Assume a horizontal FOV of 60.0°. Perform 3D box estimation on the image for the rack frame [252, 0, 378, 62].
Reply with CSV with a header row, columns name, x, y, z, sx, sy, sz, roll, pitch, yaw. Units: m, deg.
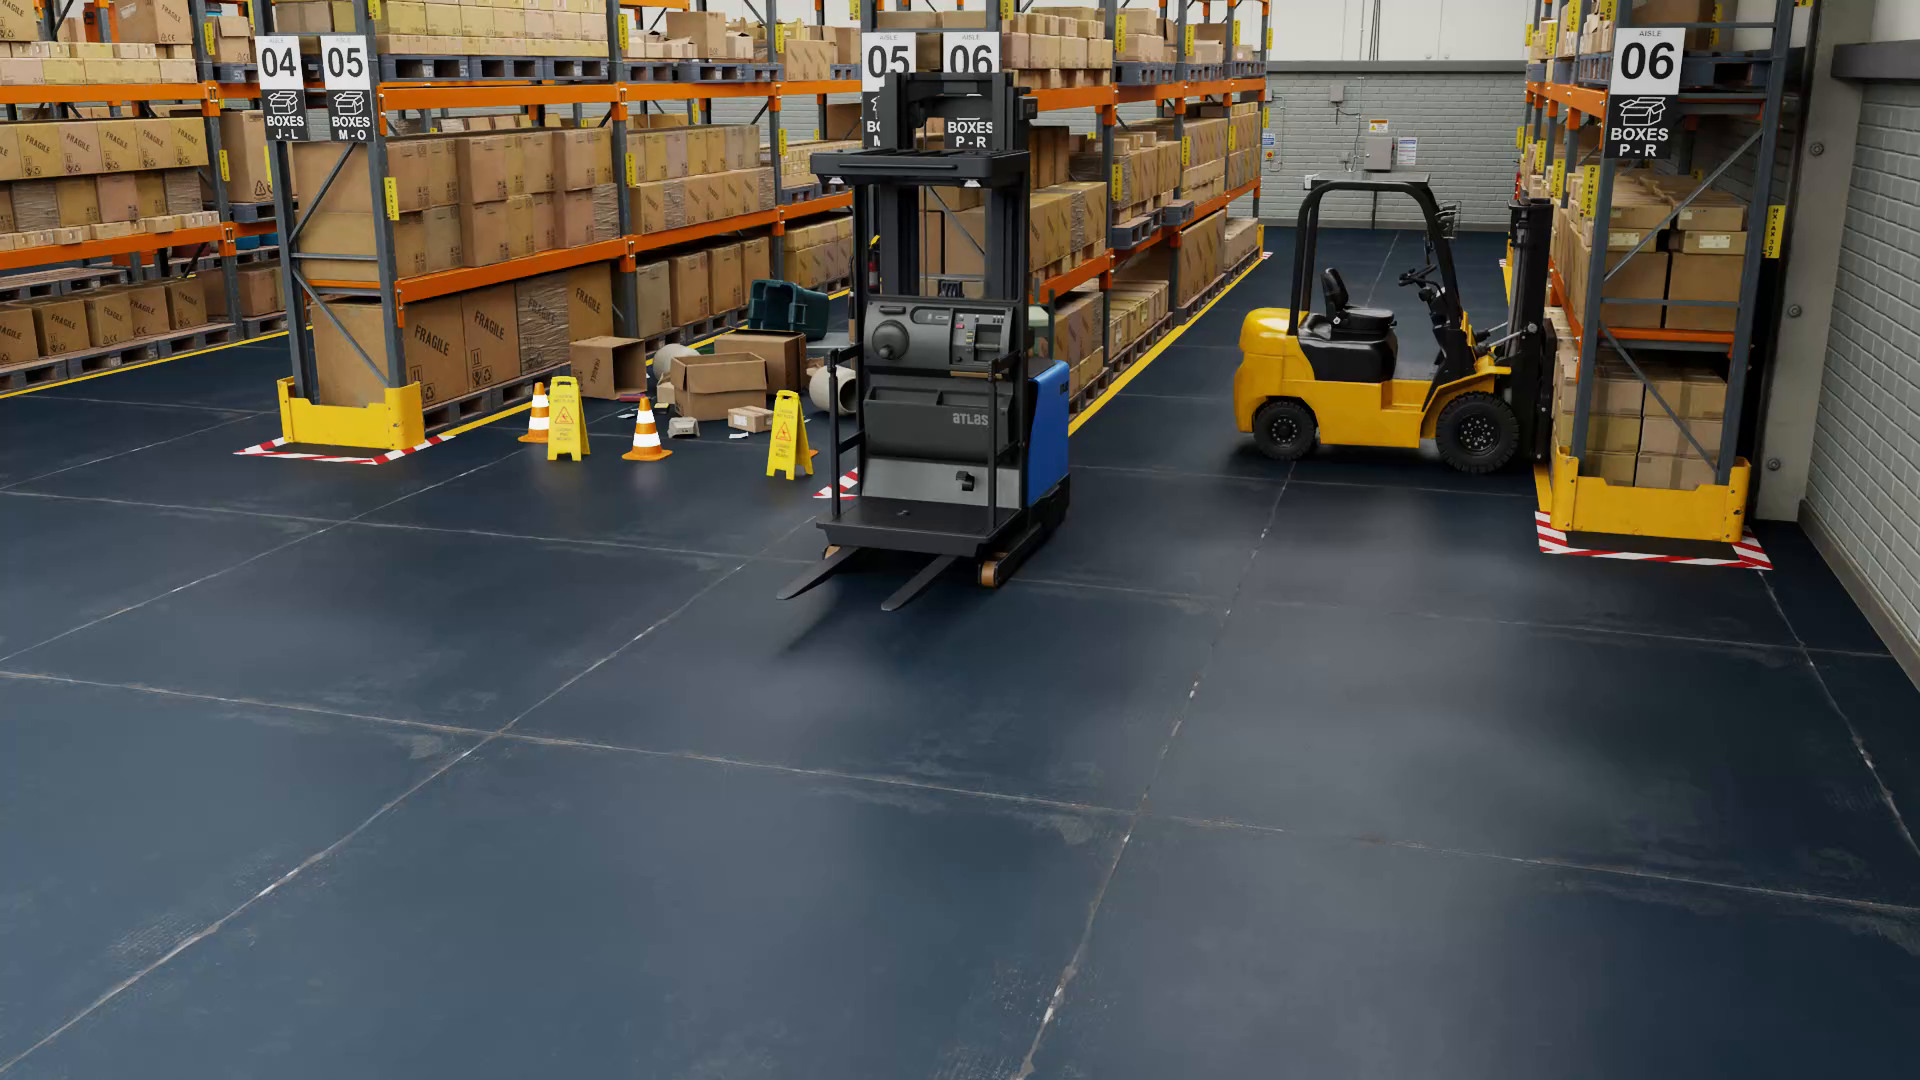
name,x,y,z,sx,sy,sz,roll,pitch,yaw
rack frame,-4.978,-5.146,12.481,1.000,3.000,0.127,5,16,16

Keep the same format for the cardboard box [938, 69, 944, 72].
name,x,y,z,sx,sy,sz,roll,pitch,yaw
cardboard box,-0.331,-3.407,12.309,0.380,0.149,0.250,5,17,16

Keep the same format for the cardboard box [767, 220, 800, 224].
name,x,y,z,sx,sy,sz,roll,pitch,yaw
cardboard box,-2.469,-4.177,22.496,0.500,0.250,0.500,5,17,17

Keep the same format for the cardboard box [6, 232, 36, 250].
name,x,y,z,sx,sy,sz,roll,pitch,yaw
cardboard box,-9.091,-2.866,15.898,0.380,0.149,0.250,5,16,16

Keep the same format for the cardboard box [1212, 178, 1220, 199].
name,x,y,z,sx,sy,sz,roll,pitch,yaw
cardboard box,3.175,-4.700,22.177,0.500,0.250,0.500,4,16,15

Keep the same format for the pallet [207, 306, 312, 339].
name,x,y,z,sx,sy,sz,roll,pitch,yaw
pallet,-8.348,-2.580,19.538,1.003,0.211,1.213,5,16,16

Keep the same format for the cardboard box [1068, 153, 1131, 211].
name,x,y,z,sx,sy,sz,roll,pitch,yaw
cardboard box,1.342,-3.443,15.972,0.500,0.500,0.500,5,17,17

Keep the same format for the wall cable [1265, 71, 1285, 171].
name,x,y,z,sx,sy,sz,roll,pitch,yaw
wall cable,5.924,-8.069,31.862,0.585,1.953,0.123,5,16,16

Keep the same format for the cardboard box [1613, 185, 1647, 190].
name,x,y,z,sx,sy,sz,roll,pitch,yaw
cardboard box,4.975,-2.598,12.575,0.380,0.149,0.250,5,16,16

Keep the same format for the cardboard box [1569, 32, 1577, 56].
name,x,y,z,sx,sy,sz,roll,pitch,yaw
cardboard box,5.666,-4.424,14.642,0.500,0.311,0.500,4,16,14

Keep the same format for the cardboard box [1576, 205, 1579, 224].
name,x,y,z,sx,sy,sz,roll,pitch,yaw
cardboard box,4.892,-2.459,12.631,0.380,0.149,0.250,4,16,15

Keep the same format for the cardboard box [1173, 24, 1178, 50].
name,x,y,z,sx,sy,sz,roll,pitch,yaw
cardboard box,2.679,-6.527,21.894,0.500,0.500,0.500,4,16,15

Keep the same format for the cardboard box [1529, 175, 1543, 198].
name,x,y,z,sx,sy,sz,roll,pitch,yaw
cardboard box,6.820,-4.043,19.090,0.500,0.250,0.500,4,16,13

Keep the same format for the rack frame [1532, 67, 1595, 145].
name,x,y,z,sx,sy,sz,roll,pitch,yaw
rack frame,7.967,-4.658,21.755,1.000,3.000,0.127,5,16,16

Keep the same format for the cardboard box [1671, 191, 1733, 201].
name,x,y,z,sx,sy,sz,roll,pitch,yaw
cardboard box,5.330,-2.425,11.964,0.380,0.149,0.250,4,16,15

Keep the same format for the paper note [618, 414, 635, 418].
name,x,y,z,sx,sy,sz,roll,pitch,yaw
paper note,-2.916,-1.098,14.649,0.144,0.017,0.142,11,19,35

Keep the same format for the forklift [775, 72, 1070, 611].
name,x,y,z,sx,sy,sz,roll,pitch,yaw
forklift,-0.198,-1.247,9.855,1.130,2.935,3.031,5,17,18

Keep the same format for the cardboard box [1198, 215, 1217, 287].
name,x,y,z,sx,sy,sz,roll,pitch,yaw
cardboard box,2.858,-3.816,21.912,0.875,0.875,0.875,5,17,17

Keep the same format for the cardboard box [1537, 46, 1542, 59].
name,x,y,z,sx,sy,sz,roll,pitch,yaw
cardboard box,7.132,-5.850,19.967,0.380,0.149,0.250,5,17,17

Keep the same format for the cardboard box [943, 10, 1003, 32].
name,x,y,z,sx,sy,sz,roll,pitch,yaw
cardboard box,0.093,-3.685,11.828,0.380,0.149,0.250,5,16,15

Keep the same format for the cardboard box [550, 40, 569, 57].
name,x,y,z,sx,sy,sz,roll,pitch,yaw
cardboard box,-3.854,-4.558,15.413,0.380,0.149,0.250,5,16,16

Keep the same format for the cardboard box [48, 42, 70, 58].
name,x,y,z,sx,sy,sz,roll,pitch,yaw
cardboard box,-8.914,-4.764,16.175,0.380,0.149,0.250,4,16,14

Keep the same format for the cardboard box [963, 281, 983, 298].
name,x,y,z,sx,sy,sz,roll,pitch,yaw
cardboard box,0.092,-1.854,12.331,0.380,0.149,0.250,5,16,16

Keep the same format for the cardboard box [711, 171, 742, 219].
name,x,y,z,sx,sy,sz,roll,pitch,yaw
cardboard box,-2.860,-4.001,19.256,0.500,0.500,0.500,4,16,15

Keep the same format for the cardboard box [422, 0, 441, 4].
name,x,y,z,sx,sy,sz,roll,pitch,yaw
cardboard box,-4.433,-4.411,13.433,0.380,0.149,0.250,4,16,15

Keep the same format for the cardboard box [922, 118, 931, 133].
name,x,y,z,sx,sy,sz,roll,pitch,yaw
cardboard box,-0.753,-6.571,25.939,0.500,0.500,0.500,4,16,14

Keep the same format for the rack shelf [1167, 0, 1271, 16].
name,x,y,z,sx,sy,sz,roll,pitch,yaw
rack shelf,3.775,-7.913,24.287,1.077,0.370,4.000,5,16,16

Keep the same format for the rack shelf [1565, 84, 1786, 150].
name,x,y,z,sx,sy,sz,roll,pitch,yaw
rack shelf,5.125,-3.139,12.220,1.077,0.370,4.000,5,16,16

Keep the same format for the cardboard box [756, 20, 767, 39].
name,x,y,z,sx,sy,sz,roll,pitch,yaw
cardboard box,-2.493,-6.676,21.788,0.396,0.266,0.258,5,16,16

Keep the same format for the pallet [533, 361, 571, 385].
name,x,y,z,sx,sy,sz,roll,pitch,yaw
pallet,-4.132,-1.772,16.690,1.003,0.211,1.213,5,16,16

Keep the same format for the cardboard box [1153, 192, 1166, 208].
name,x,y,z,sx,sy,sz,roll,pitch,yaw
cardboard box,2.023,-3.689,18.030,0.380,0.149,0.250,5,17,17

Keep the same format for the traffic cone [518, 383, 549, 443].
name,x,y,z,sx,sy,sz,roll,pitch,yaw
traffic cone,-3.465,-1.068,13.748,0.336,0.463,0.334,5,16,16

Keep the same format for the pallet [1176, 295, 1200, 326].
name,x,y,z,sx,sy,sz,roll,pitch,yaw
pallet,2.367,-2.854,20.506,1.003,0.211,1.213,5,16,16

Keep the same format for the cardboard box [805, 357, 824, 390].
name,x,y,z,sx,sy,sz,roll,pitch,yaw
cardboard box,-1.356,-1.587,15.938,0.258,0.266,0.396,-7,17,-23

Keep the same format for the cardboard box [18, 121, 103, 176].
name,x,y,z,sx,sy,sz,roll,pitch,yaw
cardboard box,-8.861,-3.858,16.375,0.500,0.500,0.500,5,16,16

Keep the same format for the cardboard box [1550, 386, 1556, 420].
name,x,y,z,sx,sy,sz,roll,pitch,yaw
cardboard box,4.675,-1.057,12.412,0.500,0.250,0.500,4,16,15

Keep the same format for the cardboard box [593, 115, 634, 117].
name,x,y,z,sx,sy,sz,roll,pitch,yaw
cardboard box,-5.836,-6.917,28.075,0.500,0.500,0.500,4,16,14

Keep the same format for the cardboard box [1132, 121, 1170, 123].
name,x,y,z,sx,sy,sz,roll,pitch,yaw
cardboard box,2.403,-5.076,21.214,0.500,0.500,0.500,4,16,15

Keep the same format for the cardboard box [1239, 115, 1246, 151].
name,x,y,z,sx,sy,sz,roll,pitch,yaw
cardboard box,3.881,-5.942,24.265,0.500,0.500,0.500,5,17,17

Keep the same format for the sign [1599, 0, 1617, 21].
name,x,y,z,sx,sy,sz,roll,pitch,yaw
sign,4.041,-3.395,10.328,0.100,0.325,0.005,5,16,16

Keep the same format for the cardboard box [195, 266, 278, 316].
name,x,y,z,sx,sy,sz,roll,pitch,yaw
cardboard box,-8.373,-2.886,19.280,0.700,0.500,0.500,3,16,12

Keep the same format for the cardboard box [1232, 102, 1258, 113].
name,x,y,z,sx,sy,sz,roll,pitch,yaw
cardboard box,4.392,-6.678,25.672,0.380,0.149,0.250,4,16,15

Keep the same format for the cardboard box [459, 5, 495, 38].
name,x,y,z,sx,sy,sz,roll,pitch,yaw
cardboard box,-4.309,-4.395,14.109,0.500,0.250,0.500,4,16,15

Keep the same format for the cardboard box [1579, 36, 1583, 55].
name,x,y,z,sx,sy,sz,roll,pitch,yaw
cardboard box,5.275,-4.044,13.599,0.380,0.149,0.250,5,17,17

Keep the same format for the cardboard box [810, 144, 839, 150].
name,x,y,z,sx,sy,sz,roll,pitch,yaw
cardboard box,-1.866,-5.306,22.639,0.380,0.149,0.250,4,16,13

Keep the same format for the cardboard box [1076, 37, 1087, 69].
name,x,y,z,sx,sy,sz,roll,pitch,yaw
cardboard box,0.765,-4.062,13.886,0.500,0.250,0.500,4,16,15

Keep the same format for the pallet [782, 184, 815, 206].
name,x,y,z,sx,sy,sz,roll,pitch,yaw
pallet,-2.604,-4.455,21.392,1.213,0.211,1.003,5,16,16

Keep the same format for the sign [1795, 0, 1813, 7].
name,x,y,z,sx,sy,sz,roll,pitch,yaw
sign,5.087,-3.376,9.989,0.100,0.325,0.005,5,16,16

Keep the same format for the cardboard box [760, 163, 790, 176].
name,x,y,z,sx,sy,sz,roll,pitch,yaw
cardboard box,-2.375,-4.688,21.006,0.380,0.149,0.250,5,17,18

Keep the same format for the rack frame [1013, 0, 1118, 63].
name,x,y,z,sx,sy,sz,roll,pitch,yaw
rack frame,0.934,-5.835,14.911,1.000,3.000,0.127,5,16,16

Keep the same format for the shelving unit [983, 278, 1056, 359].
name,x,y,z,sx,sy,sz,roll,pitch,yaw
shelving unit,0.399,-1.049,11.695,0.431,1.500,0.755,-1,15,-5

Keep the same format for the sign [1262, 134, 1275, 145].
name,x,y,z,sx,sy,sz,roll,pitch,yaw
sign,5.895,-7.715,32.038,0.327,0.218,0.001,5,16,16

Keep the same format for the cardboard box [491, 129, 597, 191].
name,x,y,z,sx,sy,sz,roll,pitch,yaw
cardboard box,-4.024,-3.651,15.952,0.875,0.550,0.550,5,16,16

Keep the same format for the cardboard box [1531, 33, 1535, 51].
name,x,y,z,sx,sy,sz,roll,pitch,yaw
cardboard box,8.574,-7.231,24.142,0.500,0.250,0.500,5,16,15
